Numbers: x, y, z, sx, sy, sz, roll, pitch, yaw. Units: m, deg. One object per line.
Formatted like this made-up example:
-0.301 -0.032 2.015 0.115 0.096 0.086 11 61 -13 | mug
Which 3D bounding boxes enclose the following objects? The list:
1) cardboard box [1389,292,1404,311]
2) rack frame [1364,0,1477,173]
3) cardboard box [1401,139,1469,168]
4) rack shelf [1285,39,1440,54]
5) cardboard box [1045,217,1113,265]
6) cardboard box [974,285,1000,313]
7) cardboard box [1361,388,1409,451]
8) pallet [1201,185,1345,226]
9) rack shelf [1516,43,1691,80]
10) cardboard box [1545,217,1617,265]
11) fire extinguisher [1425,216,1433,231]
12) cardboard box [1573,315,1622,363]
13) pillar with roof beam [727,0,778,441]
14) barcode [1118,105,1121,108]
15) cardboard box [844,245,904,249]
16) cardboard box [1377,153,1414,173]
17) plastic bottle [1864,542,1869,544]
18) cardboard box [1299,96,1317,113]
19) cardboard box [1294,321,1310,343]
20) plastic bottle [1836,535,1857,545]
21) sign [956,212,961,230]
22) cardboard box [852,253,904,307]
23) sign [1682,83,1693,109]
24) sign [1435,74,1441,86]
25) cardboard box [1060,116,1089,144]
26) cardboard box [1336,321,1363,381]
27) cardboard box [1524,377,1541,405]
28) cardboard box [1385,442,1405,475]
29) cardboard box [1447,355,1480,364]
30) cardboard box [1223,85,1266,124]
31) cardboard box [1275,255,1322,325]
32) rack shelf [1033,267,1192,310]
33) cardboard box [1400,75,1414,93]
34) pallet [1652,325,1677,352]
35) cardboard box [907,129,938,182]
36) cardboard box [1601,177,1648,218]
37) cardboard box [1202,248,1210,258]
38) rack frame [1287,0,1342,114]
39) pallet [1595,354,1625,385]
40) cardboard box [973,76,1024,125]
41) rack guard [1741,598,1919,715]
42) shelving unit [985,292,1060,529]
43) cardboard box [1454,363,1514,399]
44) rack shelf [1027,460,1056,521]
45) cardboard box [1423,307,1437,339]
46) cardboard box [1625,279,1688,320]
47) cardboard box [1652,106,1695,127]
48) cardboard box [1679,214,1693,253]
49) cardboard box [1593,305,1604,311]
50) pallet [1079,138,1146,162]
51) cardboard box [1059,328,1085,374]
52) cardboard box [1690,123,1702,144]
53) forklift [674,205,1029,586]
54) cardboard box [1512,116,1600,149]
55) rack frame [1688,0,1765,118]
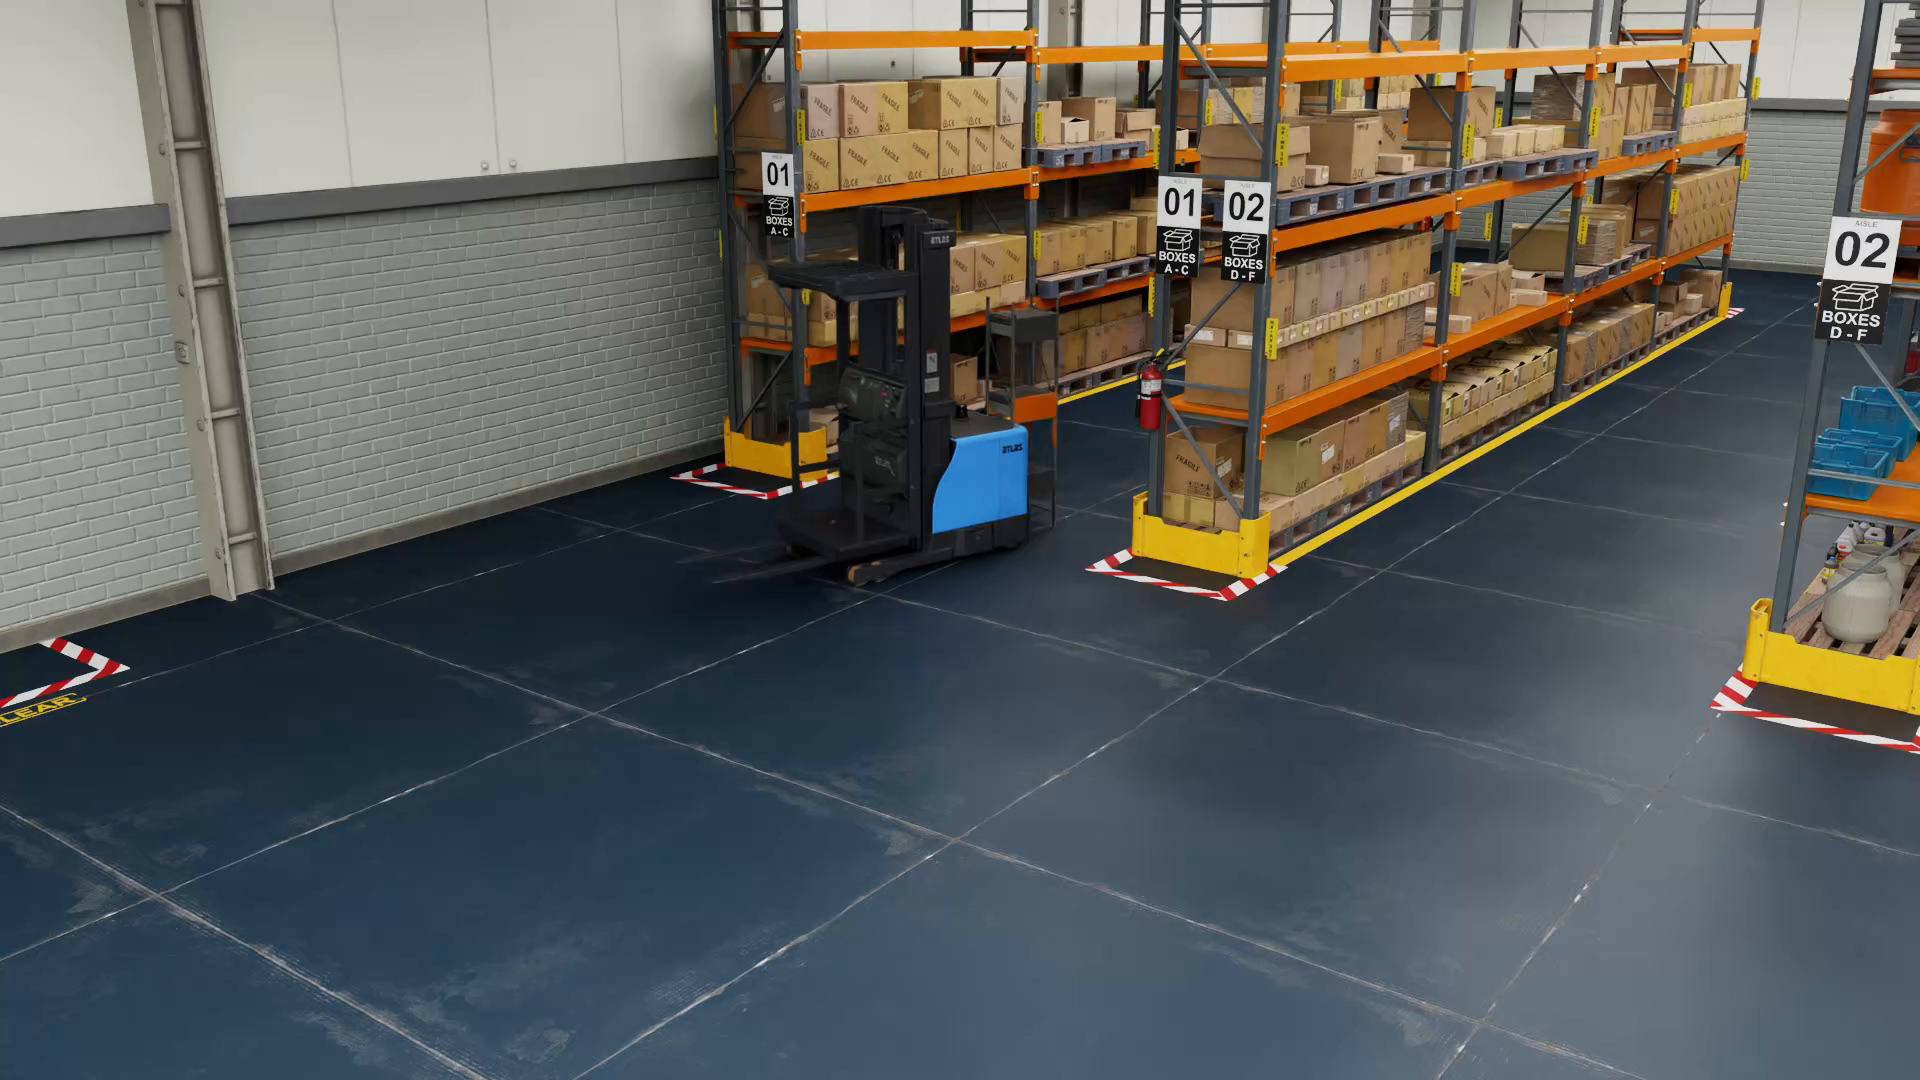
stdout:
3.978 -2.279 15.764 0.380 0.149 0.250 12 21 35 | cardboard box
4.427 -5.074 15.908 1.000 3.000 0.127 12 21 35 | rack frame
4.802 -3.915 16.780 0.500 0.250 0.500 15 23 40 | cardboard box
6.405 -7.795 26.560 1.077 0.370 4.000 12 21 35 | rack shelf
1.483 -3.750 20.852 0.700 0.500 0.500 16 24 42 | cardboard box
0.104 -2.737 18.720 0.500 0.250 0.500 13 21 35 | cardboard box
4.019 -1.188 16.175 0.500 0.500 0.500 12 21 35 | cardboard box
2.486 -2.810 13.826 1.003 0.211 1.213 12 21 35 | pallet
8.002 -5.968 20.676 1.077 0.370 4.000 12 21 35 | rack shelf
7.793 -3.764 20.929 0.500 0.500 0.700 -15 23 -40 | cardboard box
8.057 -5.681 28.738 0.296 0.674 0.183 12 21 35 | fire extinguisher
8.228 -2.605 21.548 0.500 0.500 0.500 12 21 33 | cardboard box
1.243 -4.554 14.236 9.100 9.000 0.400 12 21 35 | pillar with roof beam
2.125 -5.764 22.179 0.001 0.075 0.075 12 21 35 | barcode
-0.914 -2.938 18.102 0.500 0.500 0.500 13 21 35 | cardboard box
3.928 -3.453 15.227 0.380 0.149 0.250 12 21 35 | cardboard box
7.235 0.114 13.295 0.097 0.201 0.097 0 17 0 | plastic bottle
5.432 -6.802 25.908 0.500 0.250 0.500 13 21 35 | cardboard box
2.755 -1.791 14.192 0.380 0.149 0.250 13 21 35 | cardboard box
7.016 0.108 13.190 0.152 0.276 0.135 12 21 33 | plastic bottle
-0.002 -3.733 19.755 0.100 0.325 0.005 12 21 35 | sign
-0.796 -2.725 17.415 0.500 0.500 0.500 12 21 33 | cardboard box
9.641 -5.884 22.041 0.100 0.325 0.005 12 21 35 | sign
8.024 -7.660 27.934 0.100 0.325 0.005 12 21 35 | sign
1.203 -4.936 19.966 0.500 0.311 0.500 13 22 36 | cardboard box
3.252 -1.782 15.255 0.700 0.500 0.500 13 22 36 | cardboard box
6.388 -1.757 19.272 0.500 0.250 0.500 12 21 34 | cardboard box
4.020 -0.830 16.286 0.500 0.250 0.500 12 21 35 | cardboard box
5.650 -1.996 19.096 0.500 0.311 0.500 12 21 33 | cardboard box
3.971 -6.237 23.801 0.700 0.500 0.500 12 21 35 | cardboard box
2.672 -2.171 14.321 0.700 0.500 0.500 12 21 33 | cardboard box
1.638 -3.216 21.255 1.077 0.370 4.000 12 21 35 | rack shelf
7.072 -7.569 27.113 0.500 0.500 0.500 13 22 36 | cardboard box
9.603 -2.946 23.874 1.003 0.211 1.213 12 21 35 | pallet
-0.580 -4.033 17.413 0.500 0.500 0.500 14 22 38 | cardboard box
9.287 -4.805 23.306 0.500 0.500 0.500 13 21 35 | cardboard box
3.212 -3.963 22.837 0.380 0.149 0.250 12 21 34 | cardboard box
5.213 -7.854 24.860 1.000 3.000 0.127 12 21 35 | rack frame
8.013 -2.290 21.762 1.003 0.211 1.213 12 21 35 | pallet
0.366 -4.883 18.464 0.500 0.500 0.500 10 20 30 | cardboard box
6.027 0.788 11.364 1.175 0.500 0.348 12 21 35 | rack guard
0.546 -1.112 14.785 0.503 2.100 0.431 -12 21 -34 | shelving unit
5.788 -1.785 18.415 0.500 0.311 0.500 13 22 36 | cardboard box
0.546 -0.431 14.997 0.480 0.518 0.431 -12 21 -34 | rack shelf
4.685 -2.262 17.223 0.500 0.250 0.500 14 22 38 | cardboard box
10.309 -3.580 24.683 0.797 0.503 0.637 12 21 35 | cardboard box
9.683 -5.786 22.669 0.500 0.250 0.500 12 21 35 | cardboard box
10.019 -4.358 23.549 0.500 0.500 0.500 13 21 36 | cardboard box
8.401 -2.929 22.592 0.500 0.500 0.500 13 21 35 | cardboard box
1.515 -4.802 20.407 1.213 0.211 1.003 12 21 35 | pallet
1.139 -2.410 20.918 0.700 0.500 0.500 12 21 34 | cardboard box
9.983 -5.665 23.125 0.500 0.250 0.500 12 21 35 | cardboard box
-0.892 -1.201 13.669 3.031 2.935 1.130 -12 21 -34 | forklift
7.043 -4.751 19.760 0.910 0.500 0.500 12 21 35 | cardboard box
11.577 -7.932 25.112 1.000 3.000 0.127 12 21 35 | rack frame
